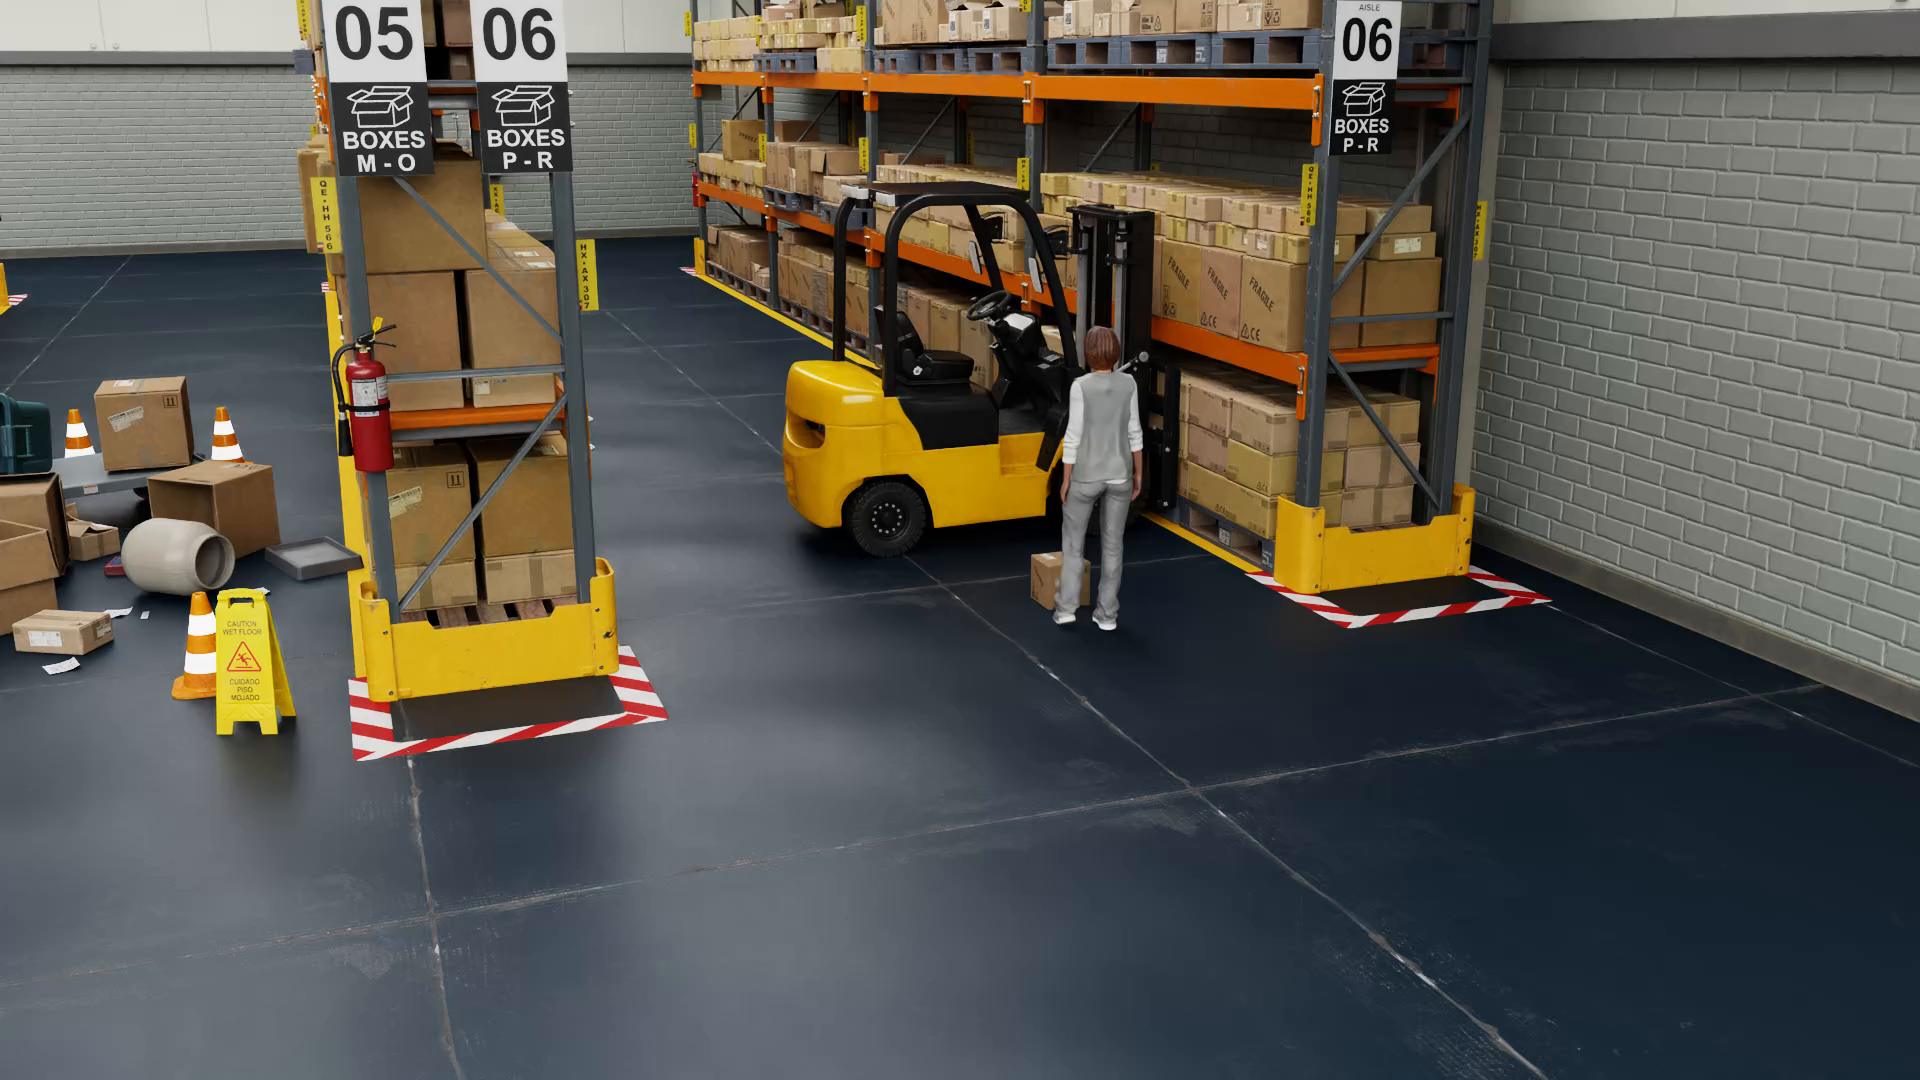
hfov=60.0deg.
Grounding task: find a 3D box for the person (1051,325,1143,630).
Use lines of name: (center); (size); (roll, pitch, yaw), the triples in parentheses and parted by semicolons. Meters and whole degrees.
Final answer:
person: (0.718, -0.303, 8.665); (0.442, 1.643, 0.422); (-4, 16, -13)
